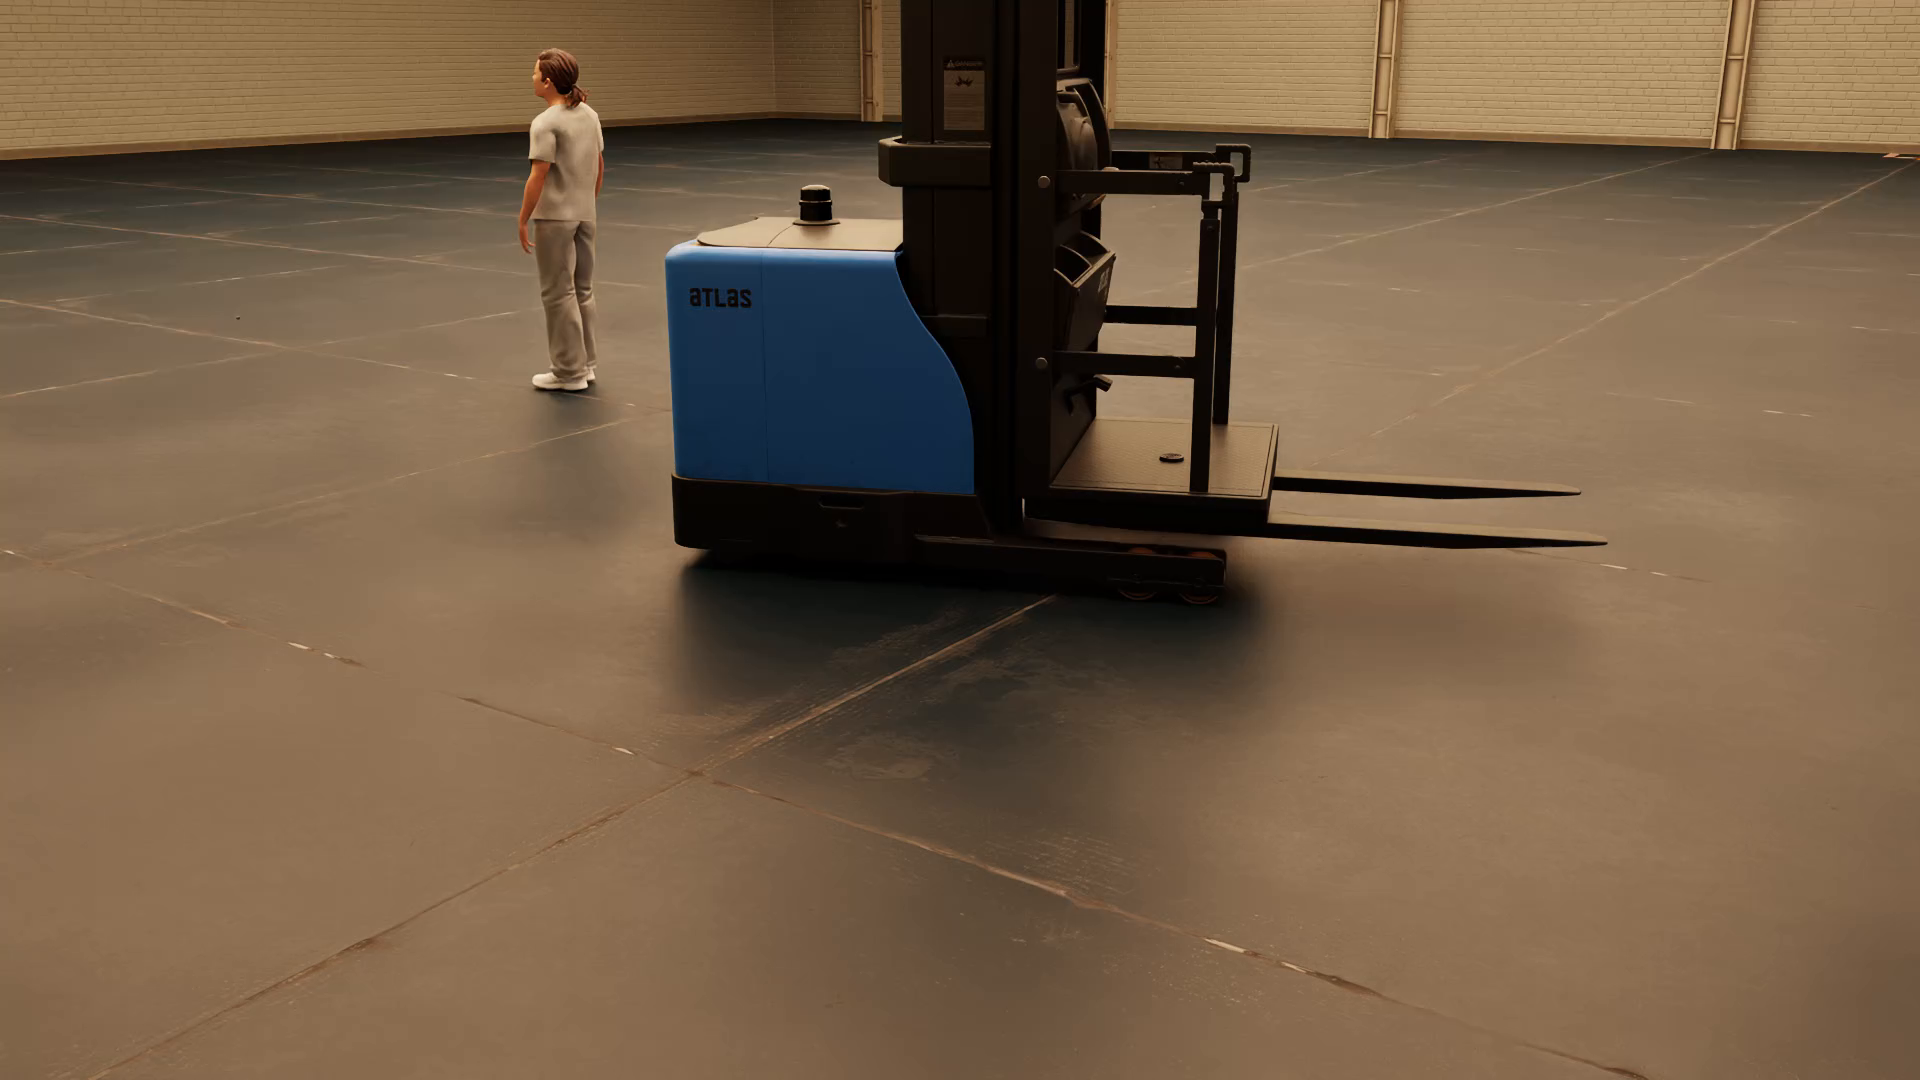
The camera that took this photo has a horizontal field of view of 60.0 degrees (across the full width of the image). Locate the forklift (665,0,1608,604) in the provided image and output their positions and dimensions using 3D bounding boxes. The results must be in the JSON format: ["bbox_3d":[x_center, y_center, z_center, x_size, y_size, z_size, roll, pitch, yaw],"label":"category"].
[{"bbox_3d":[0.595,-1.367,5.404,3.031,2.935,1.130,4,17,12],"label":"forklift"}]

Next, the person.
[{"bbox_3d":[-2.025,-1.584,8.295,0.548,1.673,0.550,9,19,27],"label":"person"}]
